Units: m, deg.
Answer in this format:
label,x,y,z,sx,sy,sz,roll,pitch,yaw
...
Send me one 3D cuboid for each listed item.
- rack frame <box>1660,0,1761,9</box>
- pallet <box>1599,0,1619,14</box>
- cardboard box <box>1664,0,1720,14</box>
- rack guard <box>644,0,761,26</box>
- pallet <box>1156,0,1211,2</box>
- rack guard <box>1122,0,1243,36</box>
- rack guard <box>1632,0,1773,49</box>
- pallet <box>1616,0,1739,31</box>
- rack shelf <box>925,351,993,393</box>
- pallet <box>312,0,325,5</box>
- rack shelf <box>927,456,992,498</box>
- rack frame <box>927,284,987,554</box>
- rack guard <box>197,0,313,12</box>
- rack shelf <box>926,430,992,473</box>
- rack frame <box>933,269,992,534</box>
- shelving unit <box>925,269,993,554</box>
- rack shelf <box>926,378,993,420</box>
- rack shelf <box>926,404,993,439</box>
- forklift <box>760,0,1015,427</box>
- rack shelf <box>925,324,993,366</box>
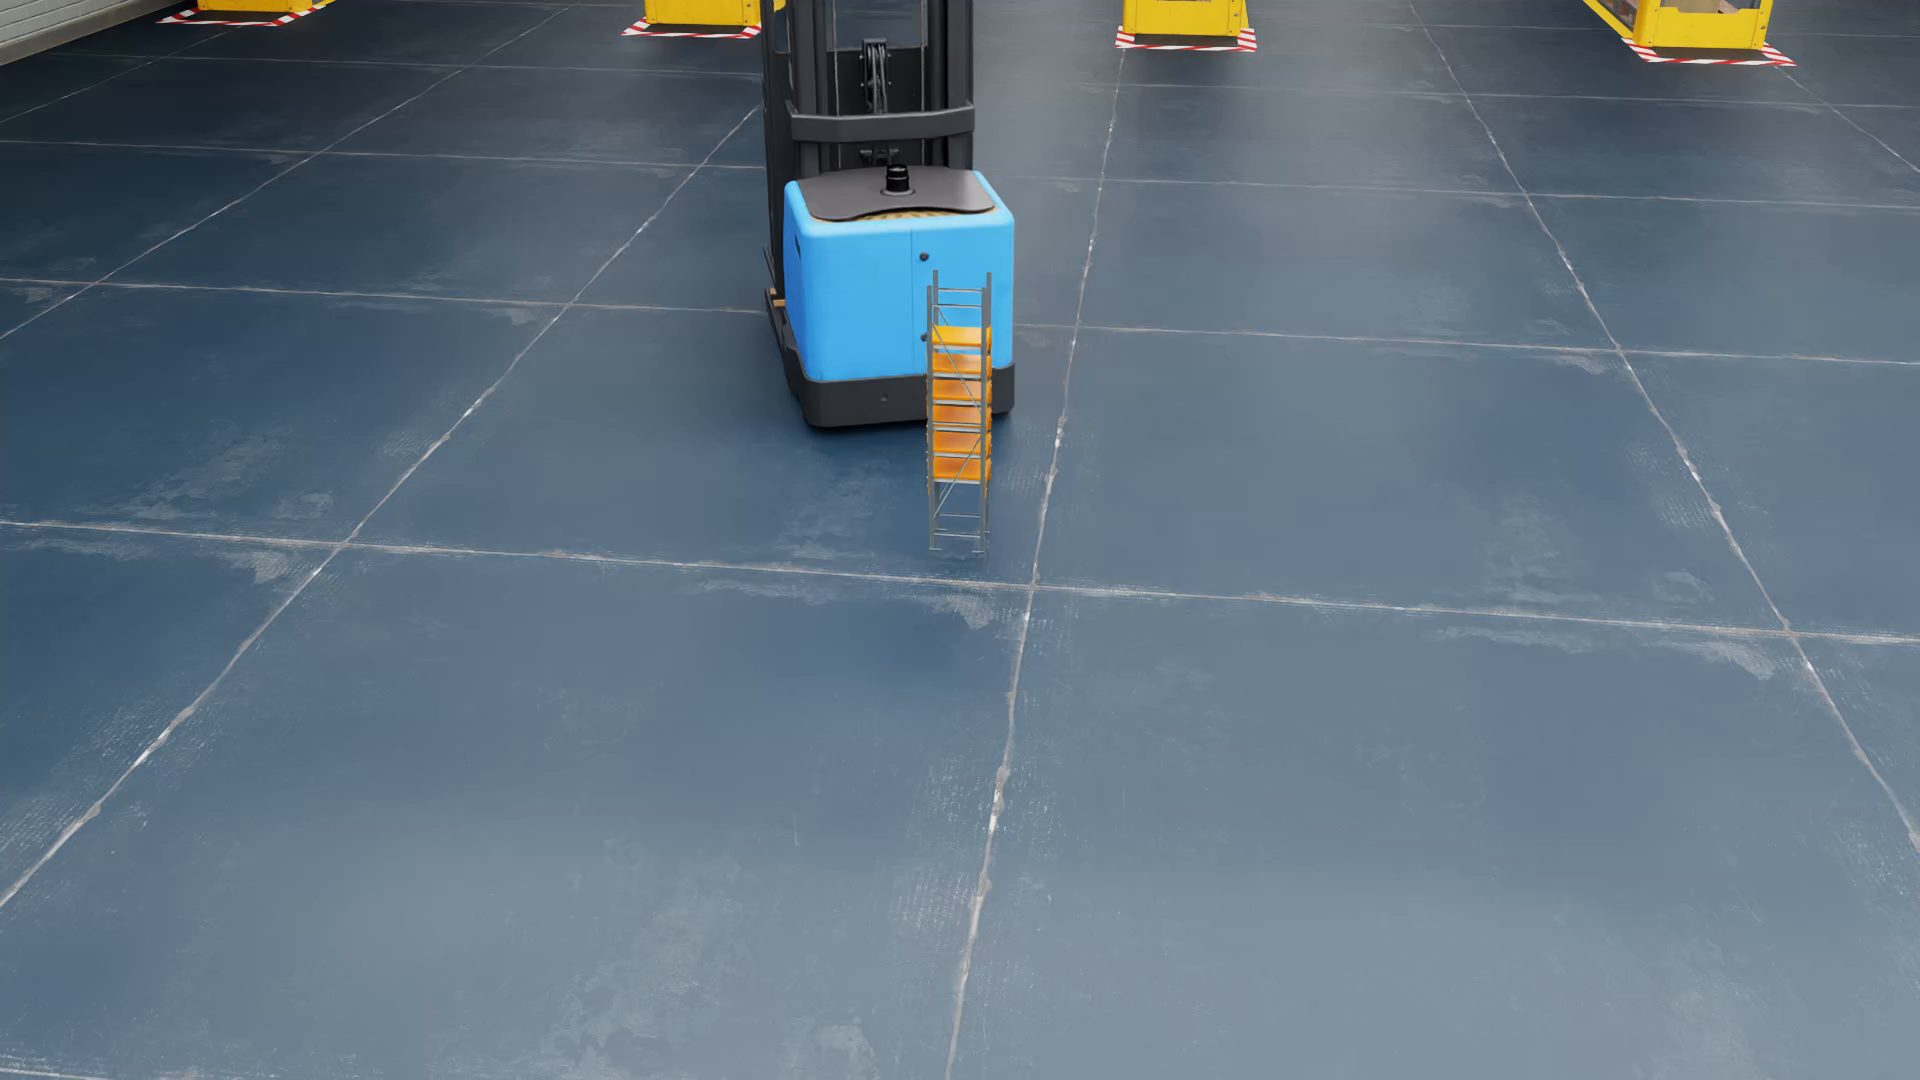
label,x,y,z,sx,sy,sz,roll,pitch,yaw
rack frame,7.184,-6.128,15.461,1.000,3.000,0.127,3,28,6
pallet,7.480,-5.889,17.958,1.003,0.211,1.213,3,28,6
cardboard box,7.277,-5.505,16.498,0.500,0.500,0.500,9,30,16
rack guard,-2.650,-5.593,17.105,1.175,0.500,0.348,3,28,6
pallet,2.336,-5.608,17.438,1.003,0.211,1.213,3,28,6
rack guard,2.231,-5.354,16.660,1.175,0.500,0.348,3,28,6
rack guard,7.193,-5.063,16.121,1.175,0.500,0.348,3,28,6
pallet,7.328,-5.316,16.895,1.003,0.211,1.213,3,28,6
rack shelf,-0.002,-0.694,6.860,0.258,0.103,0.180,3,28,6
pallet,-7.420,-6.180,18.498,1.003,0.211,1.213,3,28,6
rack shelf,-0.002,-0.271,7.088,0.258,0.103,0.180,3,28,6
rack frame,-0.013,-0.478,6.873,0.240,1.200,0.006,3,28,6
rack guard,-7.555,-5.927,17.724,1.175,0.500,0.348,3,28,6
rack shelf,-0.002,-0.377,7.031,0.258,0.103,0.180,3,28,6
rack frame,0.009,-0.564,7.033,0.240,1.200,0.006,3,28,6
shelving unit,-0.002,-0.521,6.953,0.258,1.200,0.189,3,28,6
rack shelf,-0.002,-0.588,6.917,0.258,0.103,0.180,3,28,6
rack shelf,-0.002,-0.482,6.974,0.258,0.103,0.180,3,28,6
forklift,-0.521,-2.521,8.840,1.130,2.935,3.031,-5,29,-10
rack shelf,-0.002,-0.799,6.803,0.258,0.103,0.180,3,28,6
